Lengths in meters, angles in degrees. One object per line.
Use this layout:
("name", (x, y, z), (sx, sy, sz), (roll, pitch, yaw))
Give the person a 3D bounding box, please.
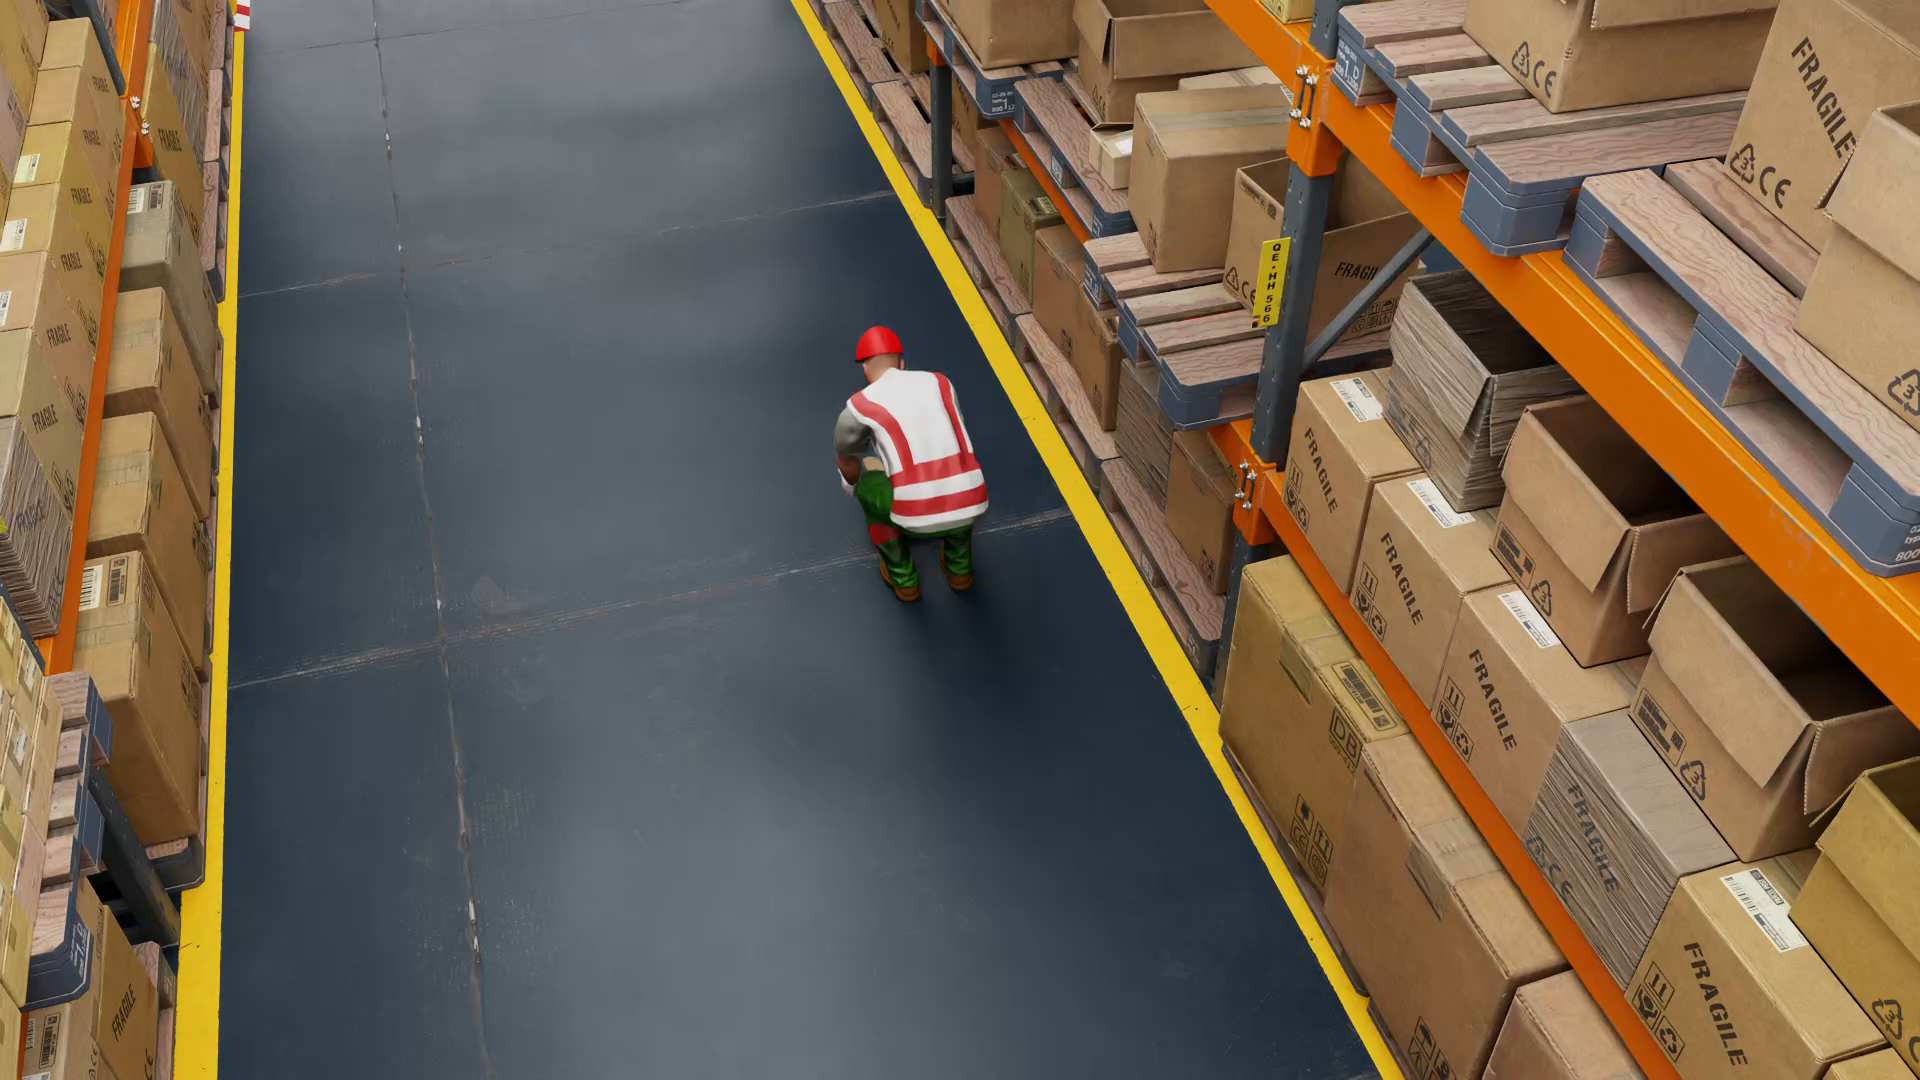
("person", (-0.211, -0.286, 7.025), (0.578, 1.040, 0.872), (-12, 43, -13))
